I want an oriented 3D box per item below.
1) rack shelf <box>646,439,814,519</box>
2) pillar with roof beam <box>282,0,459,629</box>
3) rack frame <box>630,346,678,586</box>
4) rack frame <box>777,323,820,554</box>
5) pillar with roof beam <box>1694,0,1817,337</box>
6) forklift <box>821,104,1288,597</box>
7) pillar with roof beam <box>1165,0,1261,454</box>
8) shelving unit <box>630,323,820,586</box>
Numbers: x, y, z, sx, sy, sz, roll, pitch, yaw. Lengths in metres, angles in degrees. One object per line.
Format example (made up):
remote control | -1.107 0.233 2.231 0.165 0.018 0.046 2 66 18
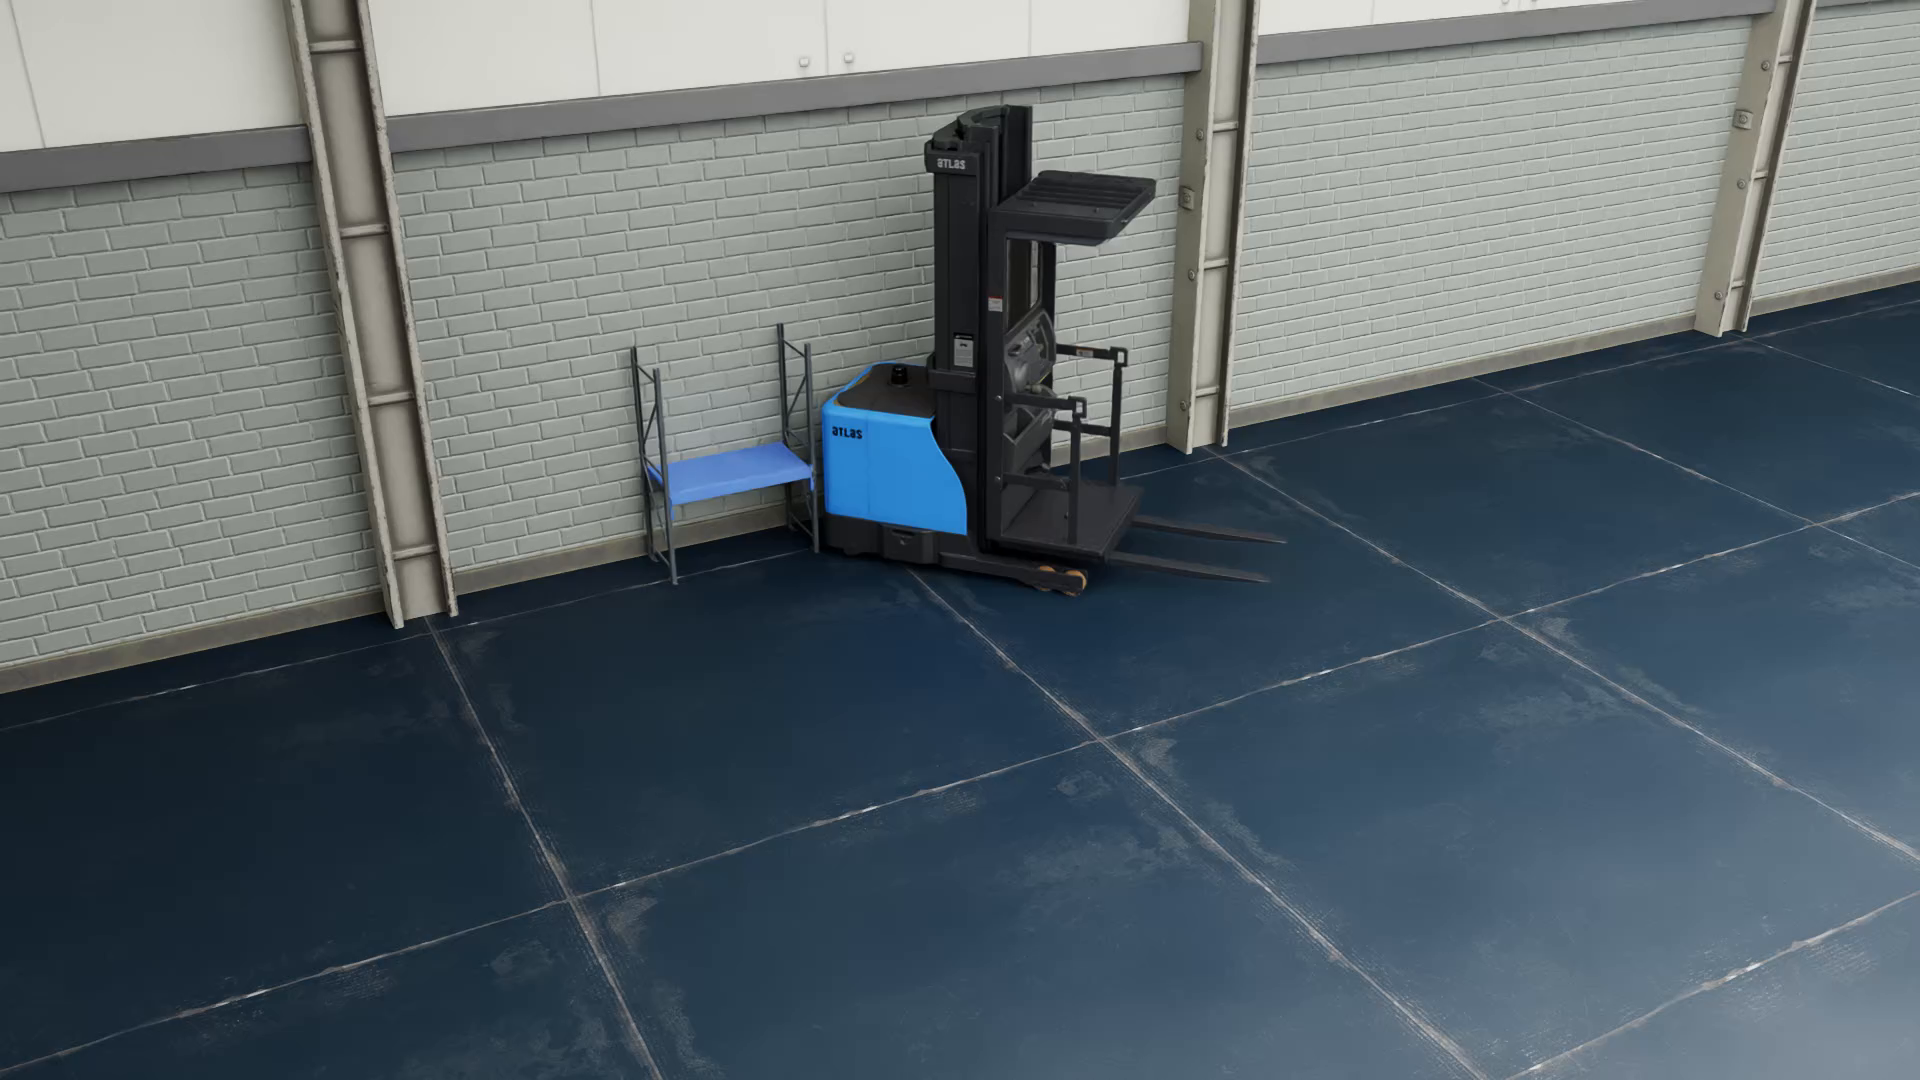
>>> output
rack shelf | -1.540 -0.414 11.098 1.000 0.185 0.538 -13 29 -25
pillar with roof beam | -1.405 -1.956 5.229 0.400 9.000 9.100 -13 29 -25
rack frame | -1.989 -0.473 10.804 0.032 1.500 0.500 -13 29 -25
rack frame | -1.092 -0.680 11.235 0.032 1.500 0.500 -13 29 -25
pillar with roof beam | 9.184 -4.400 10.319 0.400 9.000 9.100 -13 29 -25
forklift | 0.642 -1.214 10.695 3.031 2.935 1.130 9 27 18
pillar with roof beam | 3.889 -3.178 7.774 0.400 9.000 9.100 -13 29 -25
shelving unit | -1.540 -0.576 11.020 1.048 1.500 0.538 -13 29 -25
